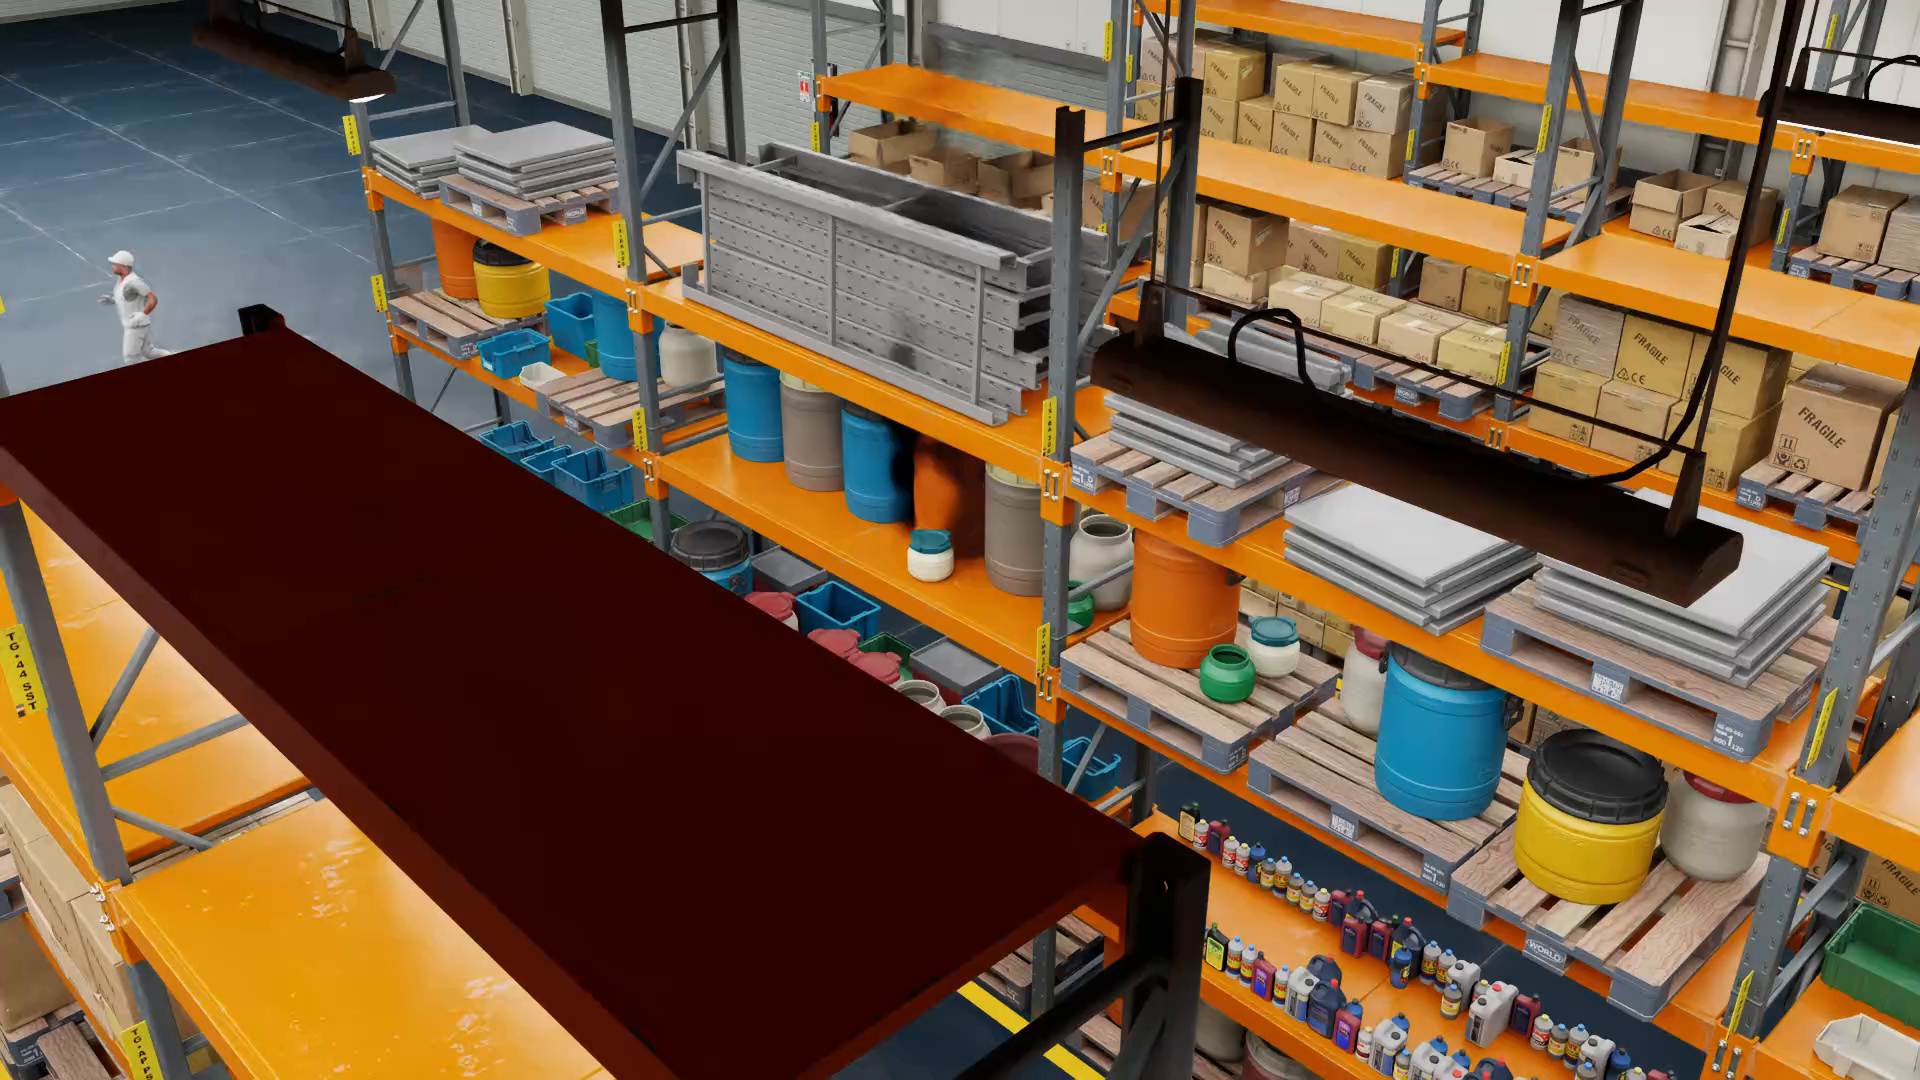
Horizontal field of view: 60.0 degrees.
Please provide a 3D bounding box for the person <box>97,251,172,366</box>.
[{"bbox_3d":[-9.733,-2.548,19.666,0.988,1.783,0.654,-14,31,-25],"label":"person"}]
